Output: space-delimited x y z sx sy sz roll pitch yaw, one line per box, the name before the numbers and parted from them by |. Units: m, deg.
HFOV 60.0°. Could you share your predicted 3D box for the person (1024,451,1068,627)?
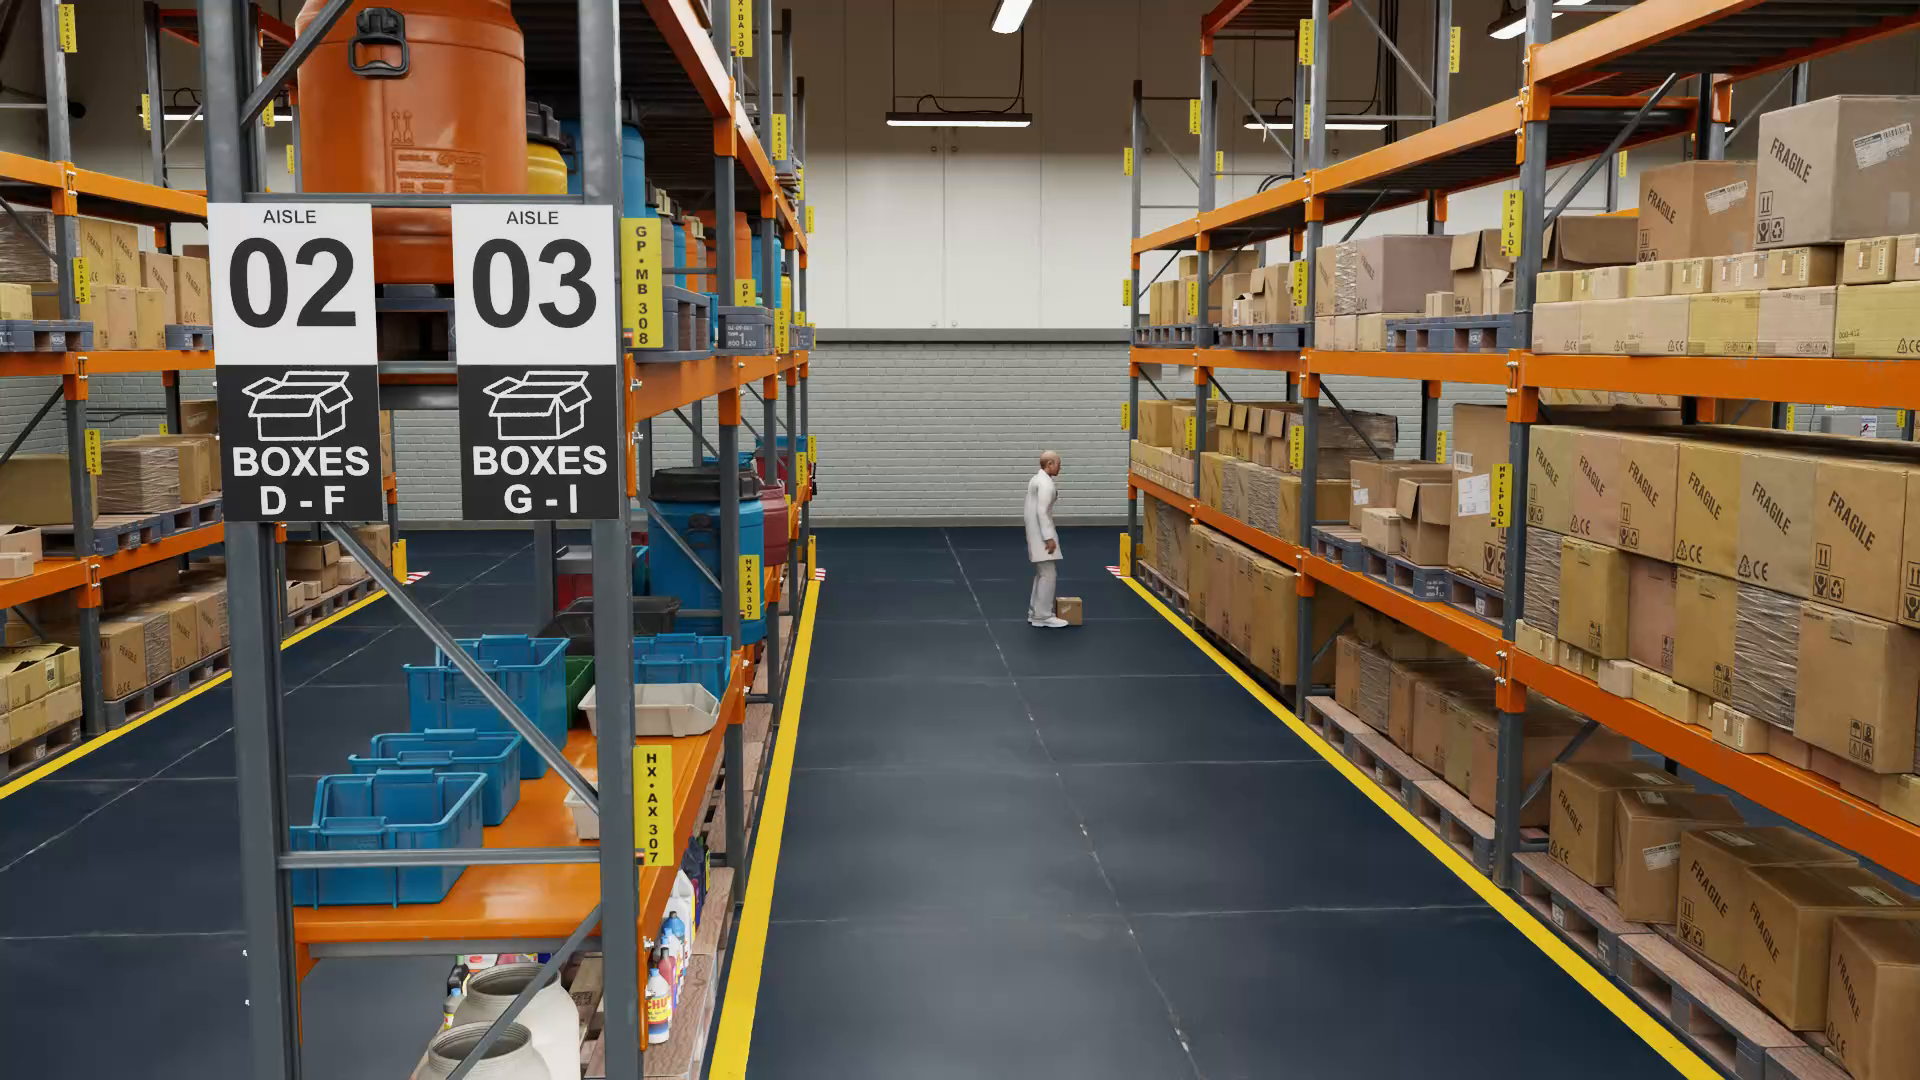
person | 0.868 -0.021 16.980 0.427 1.773 0.641 0 7 -4
